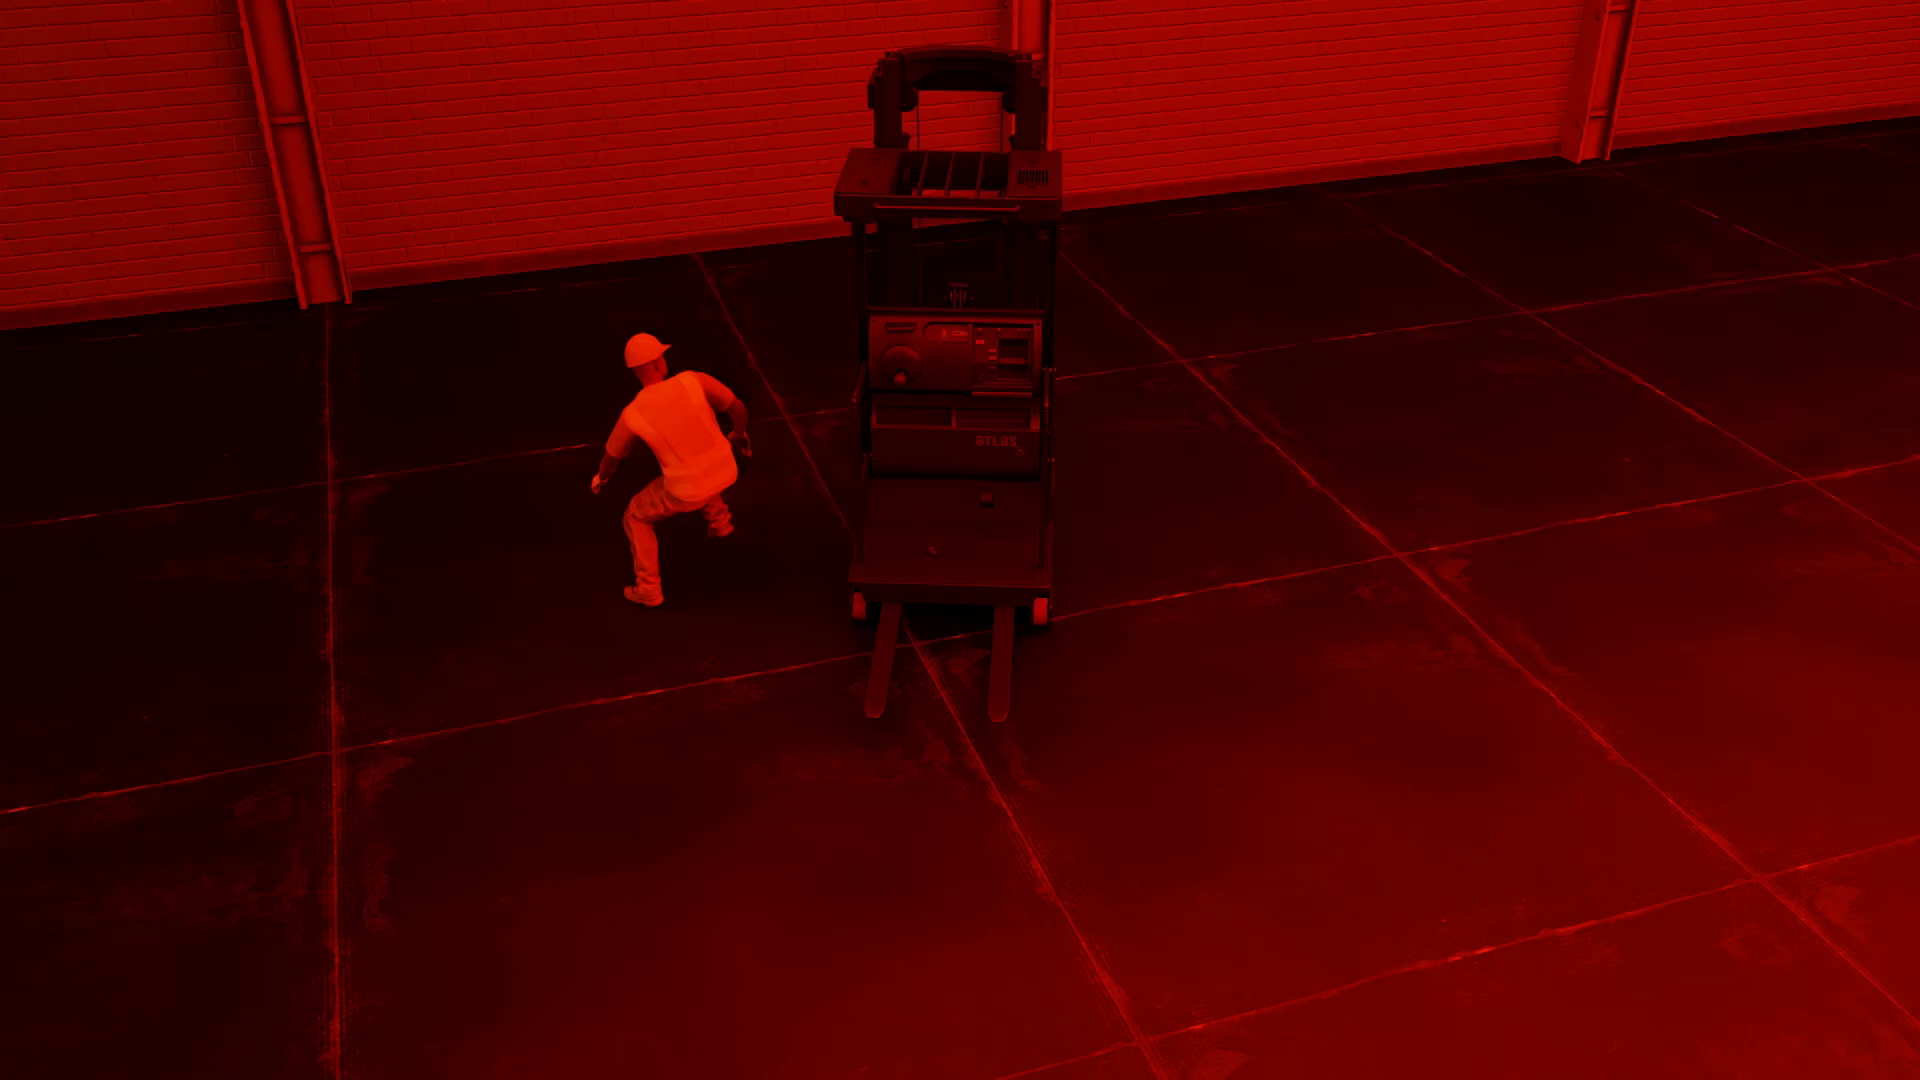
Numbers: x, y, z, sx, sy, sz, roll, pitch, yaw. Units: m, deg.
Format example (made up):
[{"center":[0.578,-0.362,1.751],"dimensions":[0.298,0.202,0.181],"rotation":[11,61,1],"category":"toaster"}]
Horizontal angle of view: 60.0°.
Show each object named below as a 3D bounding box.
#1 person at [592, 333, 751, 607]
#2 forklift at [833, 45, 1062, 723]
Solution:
[{"center":[-1.593,-0.442,9.310],"dimensions":[0.826,1.536,0.699],"rotation":[-22,36,-33],"category":"person"},{"center":[-0.036,-0.959,8.755],"dimensions":[1.130,2.935,3.031],"rotation":[2,30,3],"category":"forklift"}]
